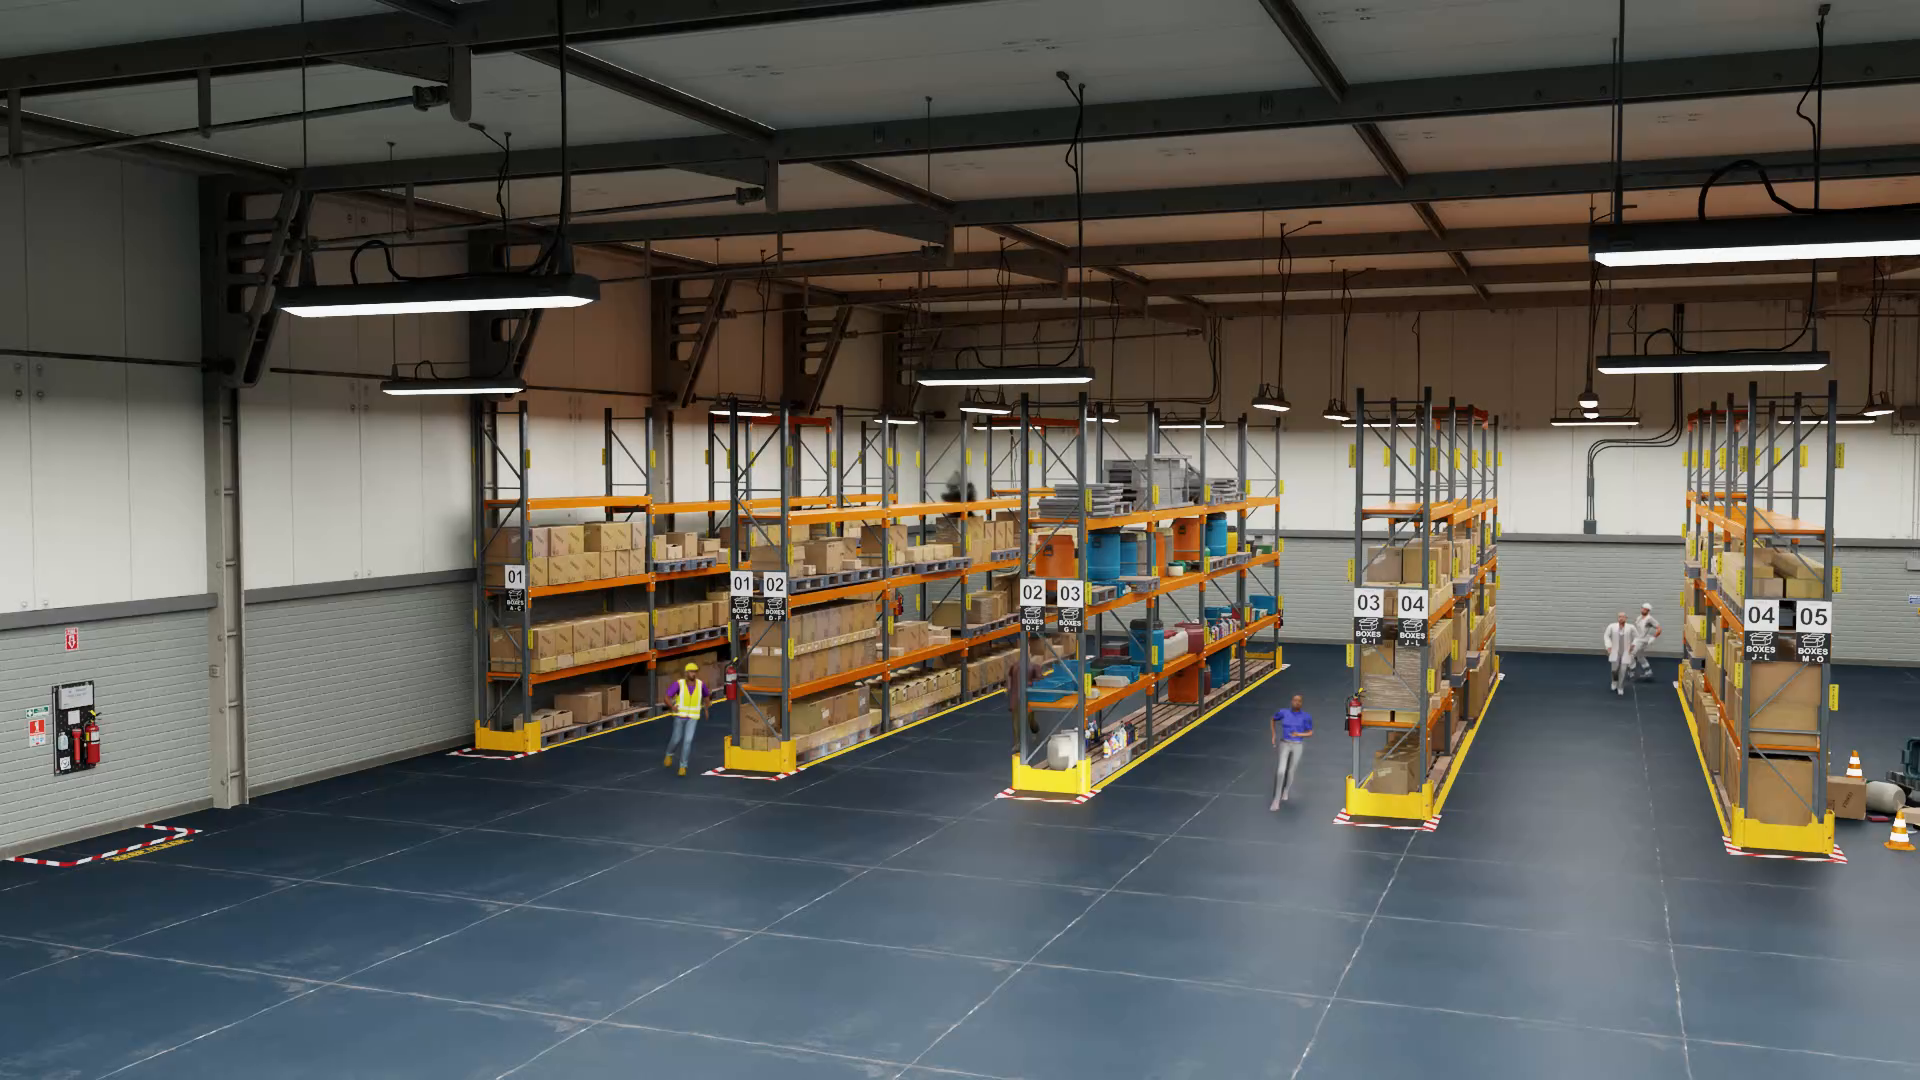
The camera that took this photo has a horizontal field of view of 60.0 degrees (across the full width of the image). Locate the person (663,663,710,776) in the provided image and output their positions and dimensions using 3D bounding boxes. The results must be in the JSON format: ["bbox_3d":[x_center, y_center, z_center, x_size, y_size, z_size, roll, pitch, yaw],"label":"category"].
[{"bbox_3d":[-4.343,2.830,26.549,0.764,1.727,0.962,-1,3,-17],"label":"person"}]

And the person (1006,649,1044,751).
[{"bbox_3d":[1.100,2.724,28.651,0.719,1.752,0.980,1,3,19],"label":"person"}]

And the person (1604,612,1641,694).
[{"bbox_3d":[14.125,2.431,35.482,0.728,1.704,0.634,1,3,23],"label":"person"}]

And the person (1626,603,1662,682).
[{"bbox_3d":[15.303,2.311,37.386,0.772,1.804,0.714,0,3,-3],"label":"person"}]

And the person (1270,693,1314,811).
[{"bbox_3d":[4.767,3.041,23.953,0.616,1.699,0.736,0,3,6],"label":"person"}]
